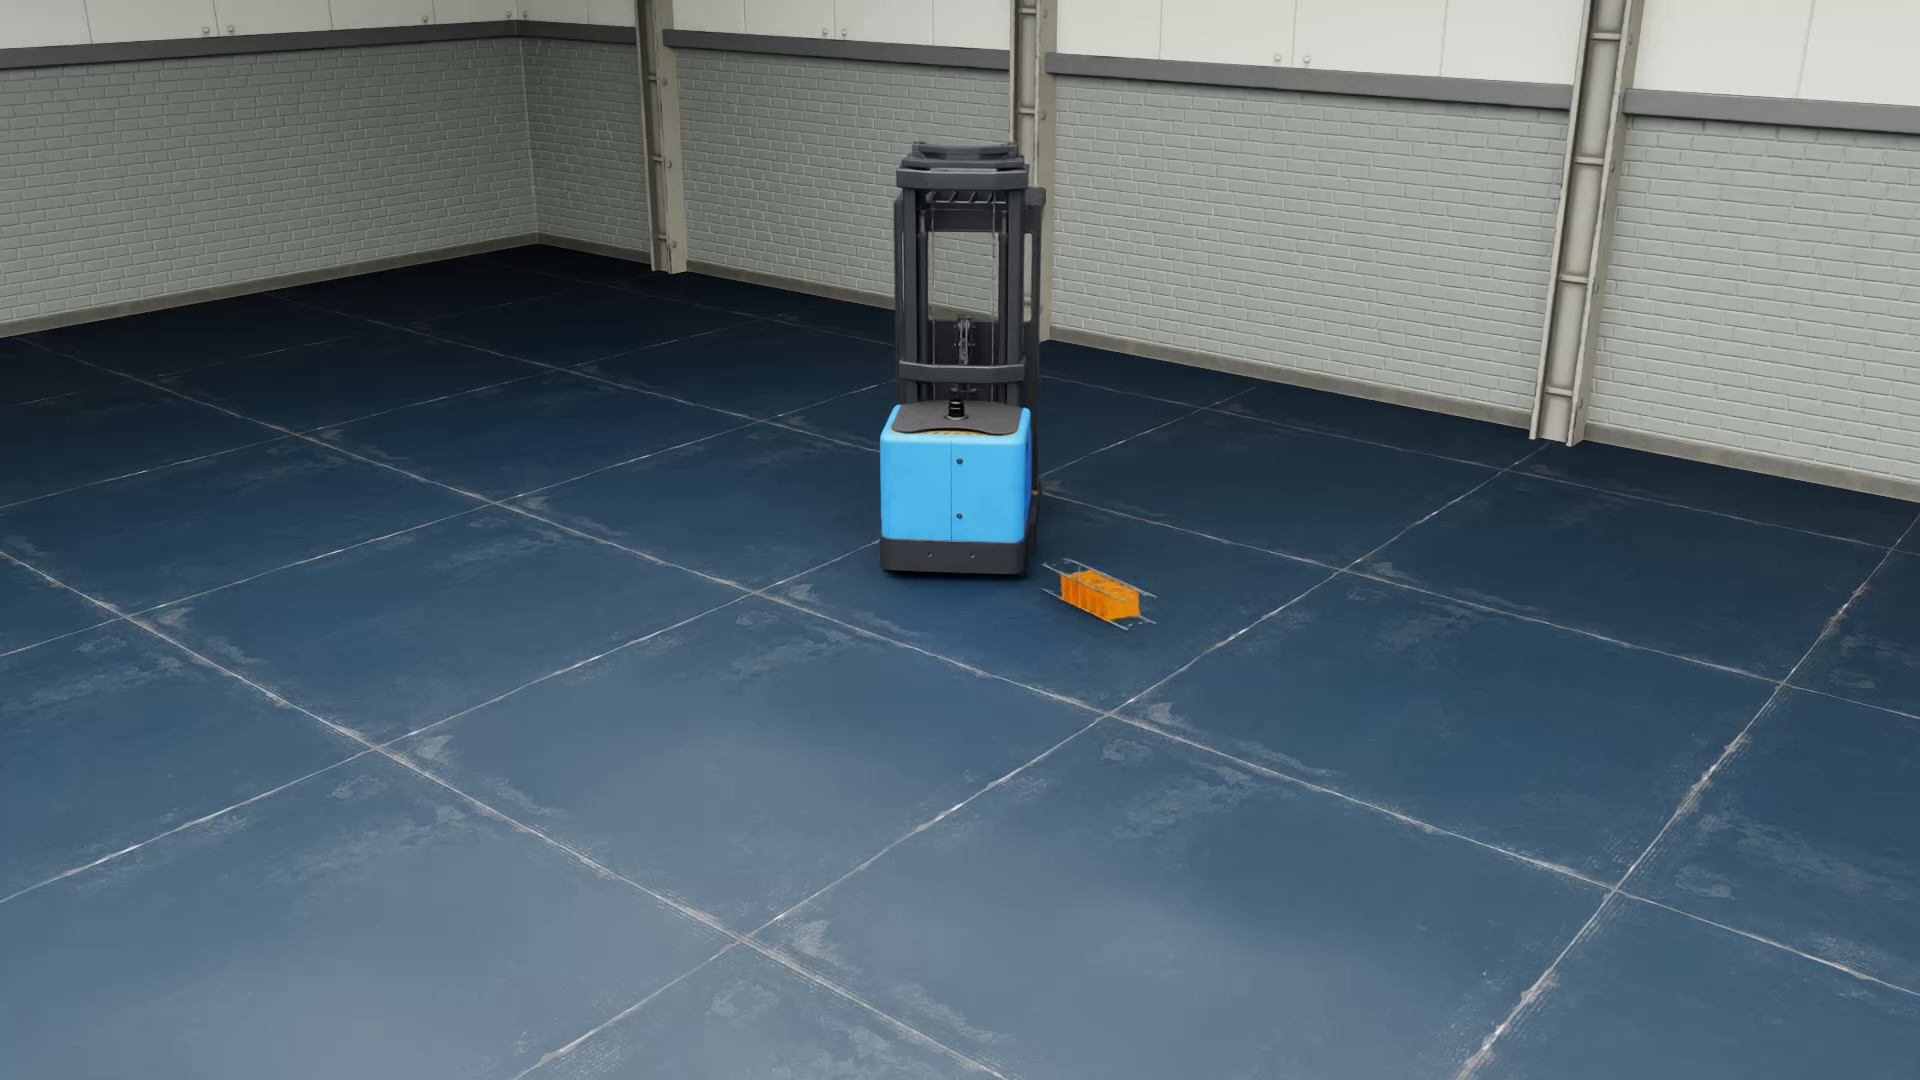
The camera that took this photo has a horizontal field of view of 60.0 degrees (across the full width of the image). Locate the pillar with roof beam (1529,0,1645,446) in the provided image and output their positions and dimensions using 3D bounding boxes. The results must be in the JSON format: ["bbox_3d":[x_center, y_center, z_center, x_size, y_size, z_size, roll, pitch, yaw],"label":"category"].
[{"bbox_3d":[2.700,-3.956,10.406,0.400,9.000,9.100,16,26,36],"label":"pillar with roof beam"}]

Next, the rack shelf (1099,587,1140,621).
[{"bbox_3d":[1.051,0.416,10.933,0.258,0.180,0.103,-9,15,-23],"label":"rack shelf"}]

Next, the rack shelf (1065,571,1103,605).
[{"bbox_3d":[0.855,0.324,11.362,0.258,0.180,0.103,-9,15,-23],"label":"rack shelf"}]

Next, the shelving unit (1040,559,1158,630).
[{"bbox_3d":[0.922,0.356,11.215,0.258,0.189,1.200,-9,15,-23],"label":"shelving unit"}]

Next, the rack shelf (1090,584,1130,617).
[{"bbox_3d":[1.002,0.393,11.040,0.258,0.180,0.103,-9,15,-23],"label":"rack shelf"}]

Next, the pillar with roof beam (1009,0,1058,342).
[{"bbox_3d":[-1.949,-5.295,13.956,0.400,9.000,9.100,16,26,36],"label":"pillar with roof beam"}]

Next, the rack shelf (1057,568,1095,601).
[{"bbox_3d":[0.806,0.301,11.469,0.258,0.180,0.103,-9,15,-23],"label":"rack shelf"}]

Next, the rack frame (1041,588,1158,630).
[{"bbox_3d":[0.927,0.445,11.236,0.240,0.006,1.200,-9,15,-23],"label":"rack frame"}]

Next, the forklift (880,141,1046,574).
[{"bbox_3d":[0.080,-1.604,12.768,1.130,2.935,3.031,2,21,5],"label":"forklift"}]

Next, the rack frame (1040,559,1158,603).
[{"bbox_3d":[0.917,0.267,11.193,0.240,0.006,1.200,-9,15,-23],"label":"rack frame"}]

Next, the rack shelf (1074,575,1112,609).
[{"bbox_3d":[0.904,0.347,11.255,0.258,0.180,0.103,-9,15,-23],"label":"rack shelf"}]

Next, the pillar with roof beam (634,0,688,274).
[{"bbox_3d":[-6.597,-6.634,17.506,0.400,9.000,9.100,16,26,36],"label":"pillar with roof beam"}]

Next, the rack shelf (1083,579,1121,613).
[{"bbox_3d":[0.953,0.370,11.148,0.258,0.180,0.103,-9,15,-23],"label":"rack shelf"}]
